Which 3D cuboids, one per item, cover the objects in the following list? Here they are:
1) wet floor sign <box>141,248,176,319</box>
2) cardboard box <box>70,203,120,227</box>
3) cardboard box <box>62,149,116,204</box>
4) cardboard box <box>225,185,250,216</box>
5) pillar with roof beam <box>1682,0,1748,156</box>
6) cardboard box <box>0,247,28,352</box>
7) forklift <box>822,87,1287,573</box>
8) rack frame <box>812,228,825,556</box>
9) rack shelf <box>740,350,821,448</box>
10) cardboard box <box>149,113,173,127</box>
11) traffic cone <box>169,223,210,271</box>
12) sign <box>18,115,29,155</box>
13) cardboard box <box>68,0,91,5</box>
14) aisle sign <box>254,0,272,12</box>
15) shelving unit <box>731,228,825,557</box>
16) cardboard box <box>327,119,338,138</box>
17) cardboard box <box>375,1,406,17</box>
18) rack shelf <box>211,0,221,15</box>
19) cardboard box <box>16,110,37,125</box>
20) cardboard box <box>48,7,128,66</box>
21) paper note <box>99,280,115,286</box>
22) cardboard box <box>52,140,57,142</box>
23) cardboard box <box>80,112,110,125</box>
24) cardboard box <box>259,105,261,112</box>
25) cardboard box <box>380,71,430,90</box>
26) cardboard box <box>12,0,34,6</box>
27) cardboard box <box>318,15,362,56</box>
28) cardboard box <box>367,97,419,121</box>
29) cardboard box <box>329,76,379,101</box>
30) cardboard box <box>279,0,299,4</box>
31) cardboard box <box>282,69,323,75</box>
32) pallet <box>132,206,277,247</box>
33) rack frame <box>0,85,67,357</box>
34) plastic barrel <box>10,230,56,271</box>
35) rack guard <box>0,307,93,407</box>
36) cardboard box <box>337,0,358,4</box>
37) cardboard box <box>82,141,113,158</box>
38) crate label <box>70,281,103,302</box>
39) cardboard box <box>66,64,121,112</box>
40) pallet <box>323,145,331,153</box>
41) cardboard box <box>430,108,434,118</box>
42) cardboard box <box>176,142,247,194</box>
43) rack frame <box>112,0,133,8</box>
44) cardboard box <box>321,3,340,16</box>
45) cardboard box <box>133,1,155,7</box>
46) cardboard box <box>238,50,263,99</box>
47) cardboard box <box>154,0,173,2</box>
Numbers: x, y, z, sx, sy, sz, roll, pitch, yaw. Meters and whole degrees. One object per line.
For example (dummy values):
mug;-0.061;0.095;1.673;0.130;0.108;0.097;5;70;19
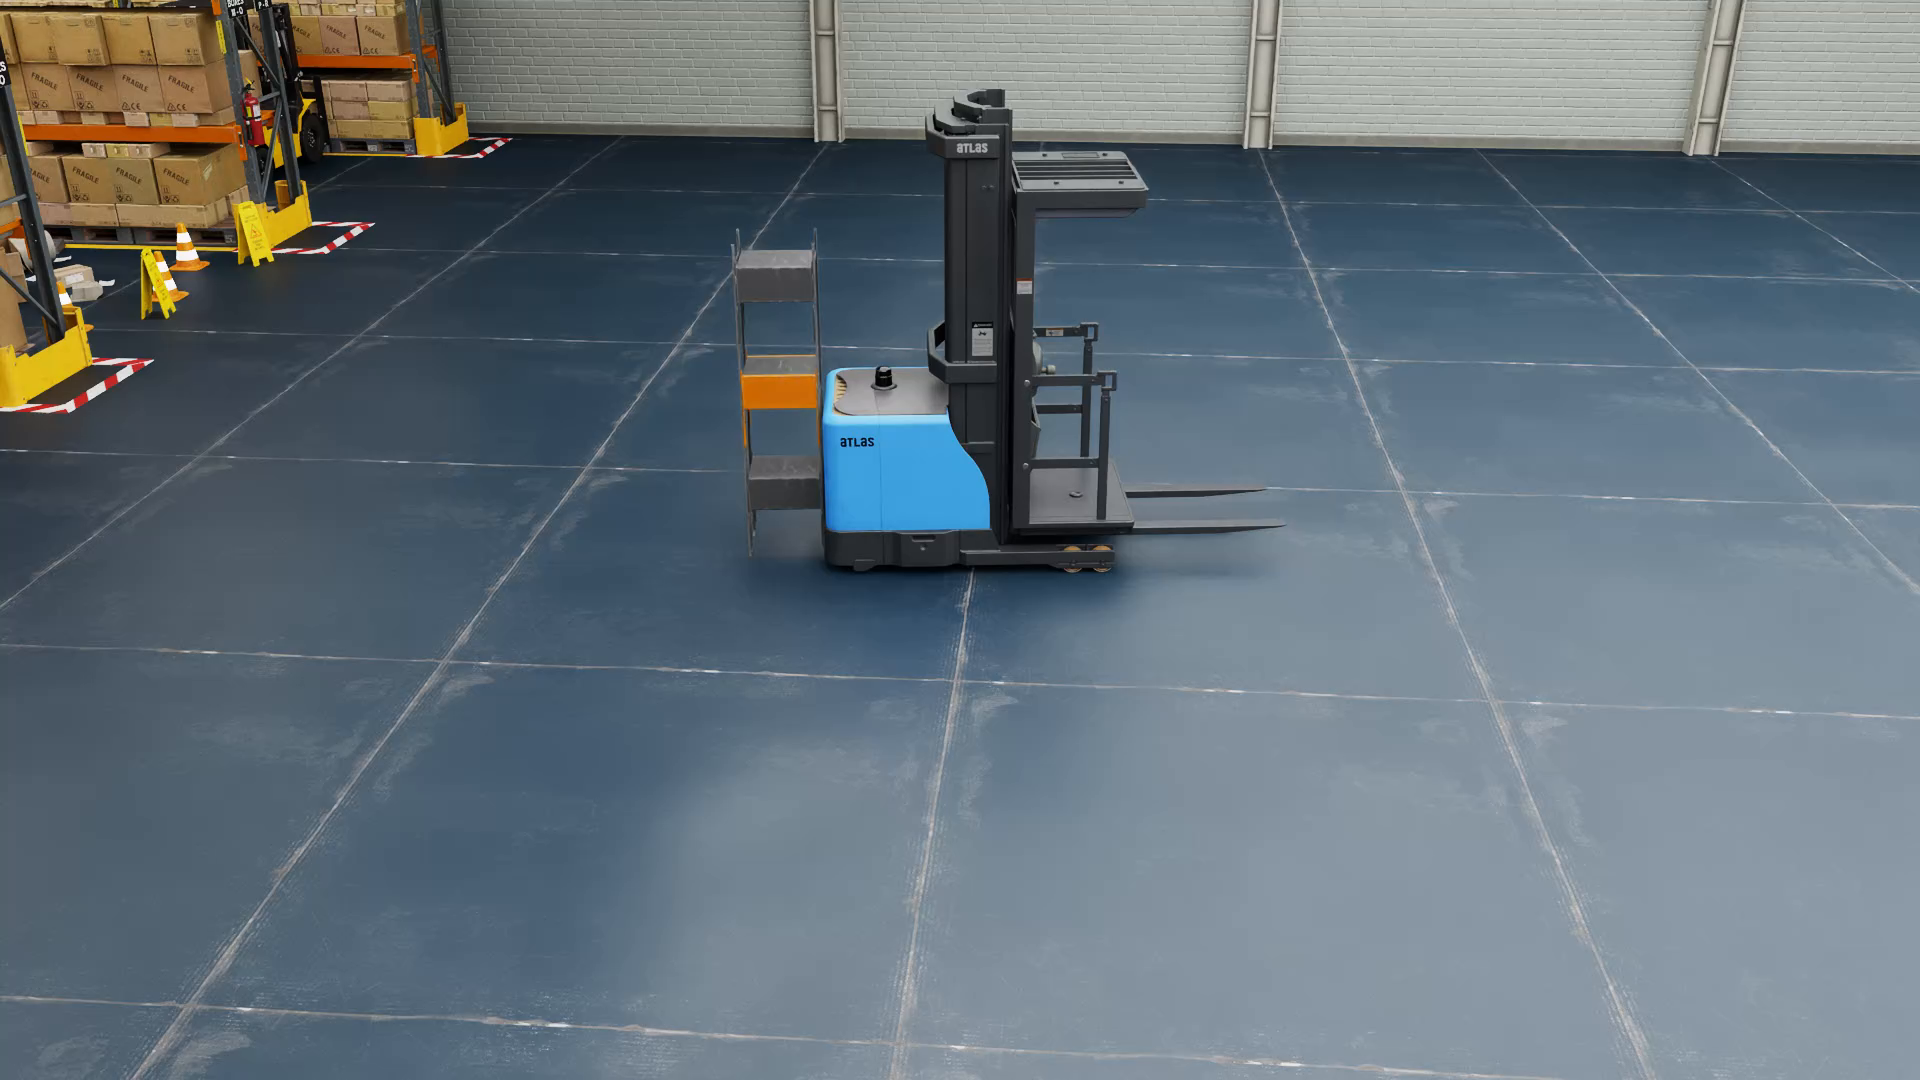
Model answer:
wet floor sign;-7.678;-2.450;15.803;0.232;0.644;0.267;-2;25;-5
cardboard box;-9.445;-3.652;18.384;0.500;0.250;0.500;1;25;2
cardboard box;-9.422;-3.995;18.235;0.500;0.500;0.500;1;25;3
cardboard box;-8.363;-3.845;18.804;0.500;0.250;0.500;2;25;4
pillar with roof beam;9.789;-7.584;16.966;0.400;9.000;9.100;2;25;4
cardboard box;-8.539;-1.915;13.863;0.875;0.875;0.875;2;25;4
forklift;0.622;-1.342;10.660;3.031;2.935;1.130;-1;25;-2
rack frame;-0.907;-0.935;10.769;0.015;2.100;0.400;-1;25;-2
rack shelf;-1.151;-0.918;10.765;0.480;0.518;0.431;-1;25;-2
cardboard box;-8.484;-4.550;17.849;0.250;0.149;0.380;1;25;3
traffic cone;-8.108;-3.086;17.402;0.334;0.463;0.336;2;25;4
sign;-7.810;-3.356;13.824;0.005;0.325;0.100;2;25;4
cardboard box;-11.808;-7.218;22.452;0.250;0.149;0.380;1;25;3
aisle sign;-7.495;-6.070;17.743;0.004;0.787;0.394;2;25;4
shelving unit;-1.151;-0.930;10.760;0.503;2.100;0.431;-1;25;-2
cardboard box;-8.690;-5.695;22.826;0.500;0.250;0.500;2;25;5
cardboard box;-7.571;-7.065;22.120;0.250;0.149;0.380;2;25;5
rack shelf;-9.574;-5.862;17.673;4.000;0.370;1.077;2;25;4
cardboard box;-10.004;-4.587;17.931;0.250;0.149;0.380;2;25;4
cardboard box;-9.127;-5.315;17.540;0.500;0.500;0.700;2;25;3
paper note;-8.675;-2.614;16.894;0.142;0.019;0.148;-7;26;-14
cardboard box;-10.451;-4.250;18.787;0.500;0.500;0.500;2;25;5
cardboard box;-9.250;-4.582;17.921;0.250;0.149;0.380;2;25;3
cardboard box;-7.903;-4.745;18.274;0.250;0.149;0.380;2;25;4
cardboard box;-7.668;-6.321;22.989;0.500;0.250;0.500;1;25;3
cardboard box;-12.577;-7.235;22.490;0.250;0.149;0.380;1;25;3
cardboard box;-8.231;-6.803;22.326;0.500;0.500;0.500;3;25;6
cardboard box;-7.713;-5.885;22.640;0.500;0.250;0.500;2;25;3
cardboard box;-8.196;-6.125;22.564;0.500;0.250;0.500;2;25;5
cardboard box;-8.857;-7.229;22.120;0.250;0.149;0.380;2;25;5
cardboard box;-9.175;-6.375;23.107;0.500;0.250;0.500;1;25;3
pallet;-8.463;-3.538;18.687;1.213;0.211;1.003;2;25;4
rack frame;-7.858;-2.696;13.520;0.127;3.000;1.000;2;25;4
plastic barrel;-9.755;-3.027;17.321;0.421;0.421;0.512;22;33;39
rack guard;-7.834;-1.559;14.040;0.348;0.500;1.175;2;25;4
cardboard box;-8.088;-7.222;22.105;0.250;0.149;0.380;2;25;5
cardboard box;-9.283;-4.258;18.029;0.250;0.149;0.380;3;25;6
crate label;-8.642;-2.463;16.440;0.298;0.136;0.250;-11;27;-23
cardboard box;-9.140;-4.880;17.792;0.500;0.500;0.500;2;25;4
pallet;-9.183;-5.611;23.192;1.213;0.211;1.003;2;25;4
cardboard box;-7.679;-5.870;23.205;0.500;0.250;0.500;2;25;4
cardboard box;-8.387;-4.186;18.648;0.500;0.500;0.500;1;25;2
rack frame;-11.192;-6.959;22.785;0.127;3.000;1.000;2;25;4
cardboard box;-8.328;-7.107;22.212;0.250;0.149;0.380;2;25;4
cardboard box;-10.894;-7.179;22.368;0.250;0.149;0.380;1;25;3
cardboard box;-8.031;-5.073;18.211;0.500;0.500;0.500;1;25;3
cardboard box;-10.628;-7.337;22.355;0.250;0.149;0.380;2;25;5
